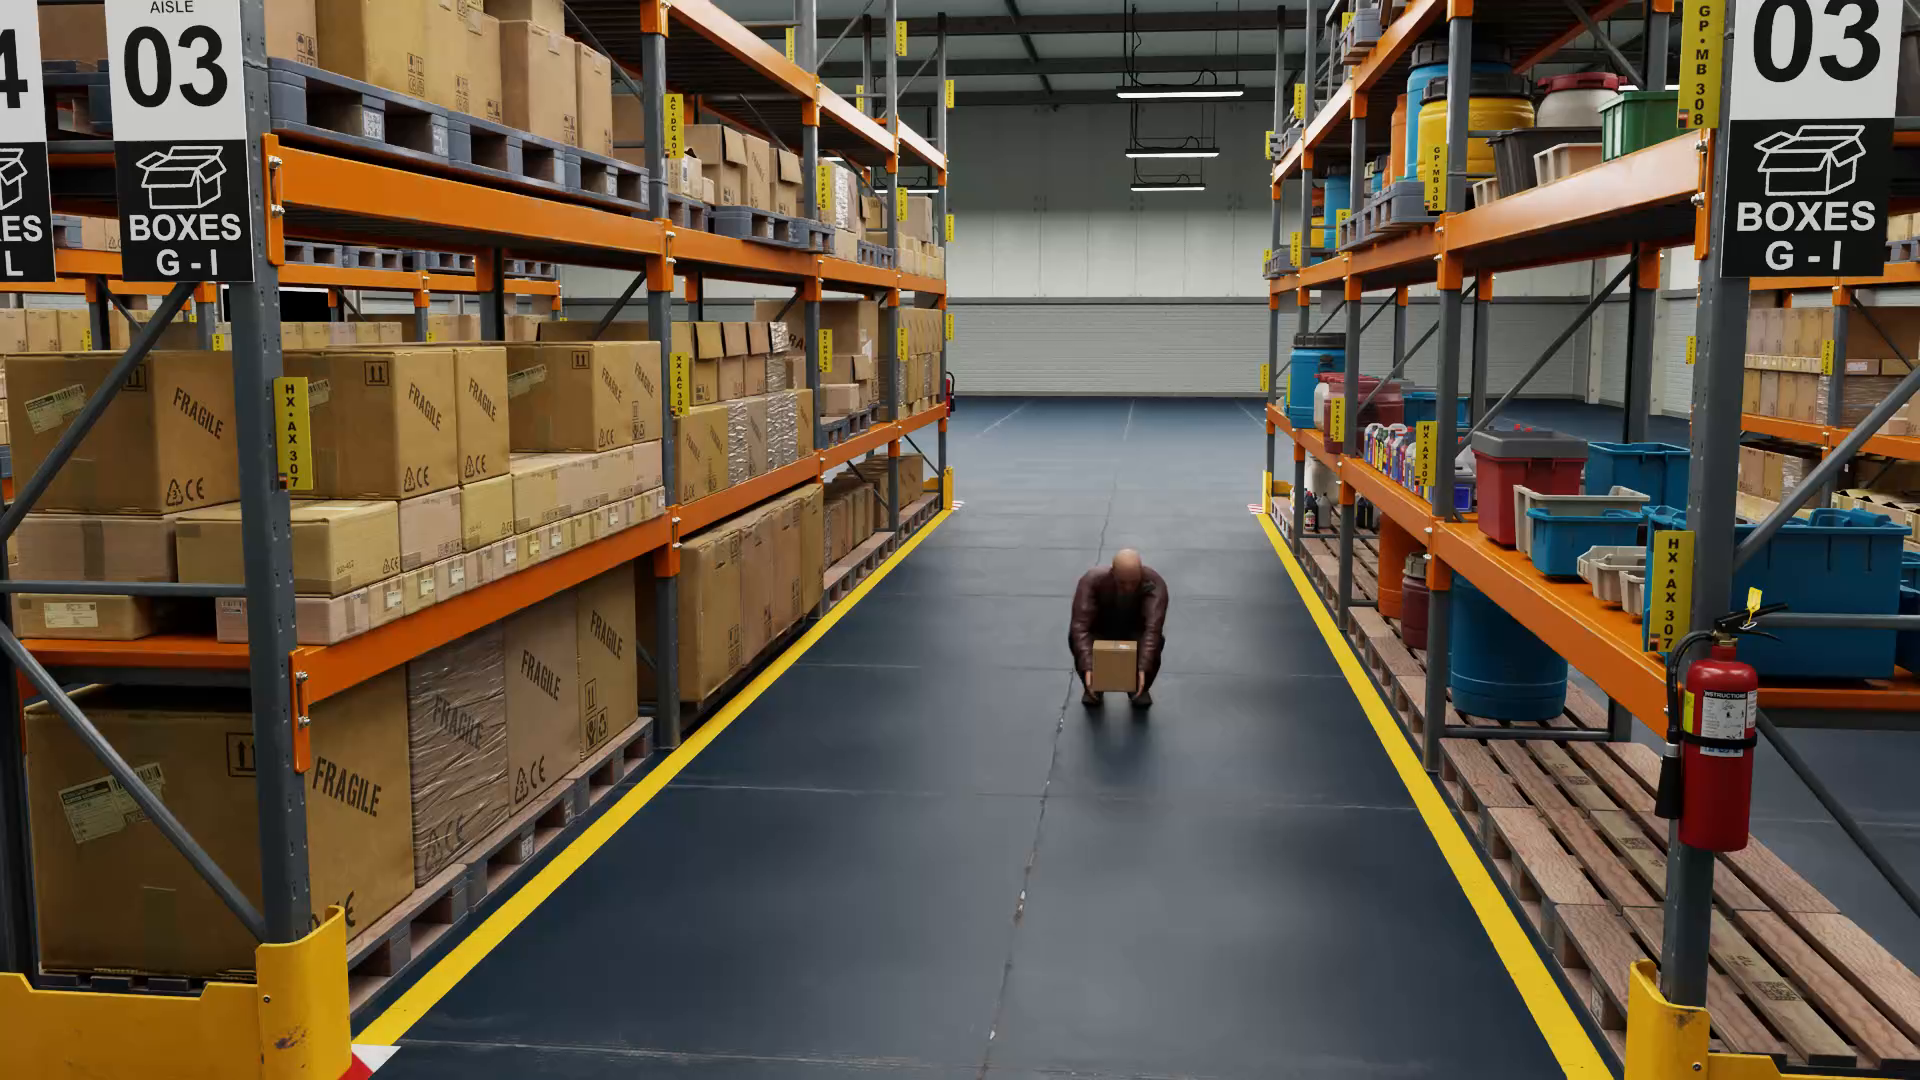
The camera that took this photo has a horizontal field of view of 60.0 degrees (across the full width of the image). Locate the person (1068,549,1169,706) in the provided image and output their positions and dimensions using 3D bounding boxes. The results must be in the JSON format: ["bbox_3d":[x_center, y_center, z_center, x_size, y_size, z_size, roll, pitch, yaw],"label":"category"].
[{"bbox_3d":[0.943,0.515,9.941,0.598,0.995,0.911,1,7,6],"label":"person"}]
